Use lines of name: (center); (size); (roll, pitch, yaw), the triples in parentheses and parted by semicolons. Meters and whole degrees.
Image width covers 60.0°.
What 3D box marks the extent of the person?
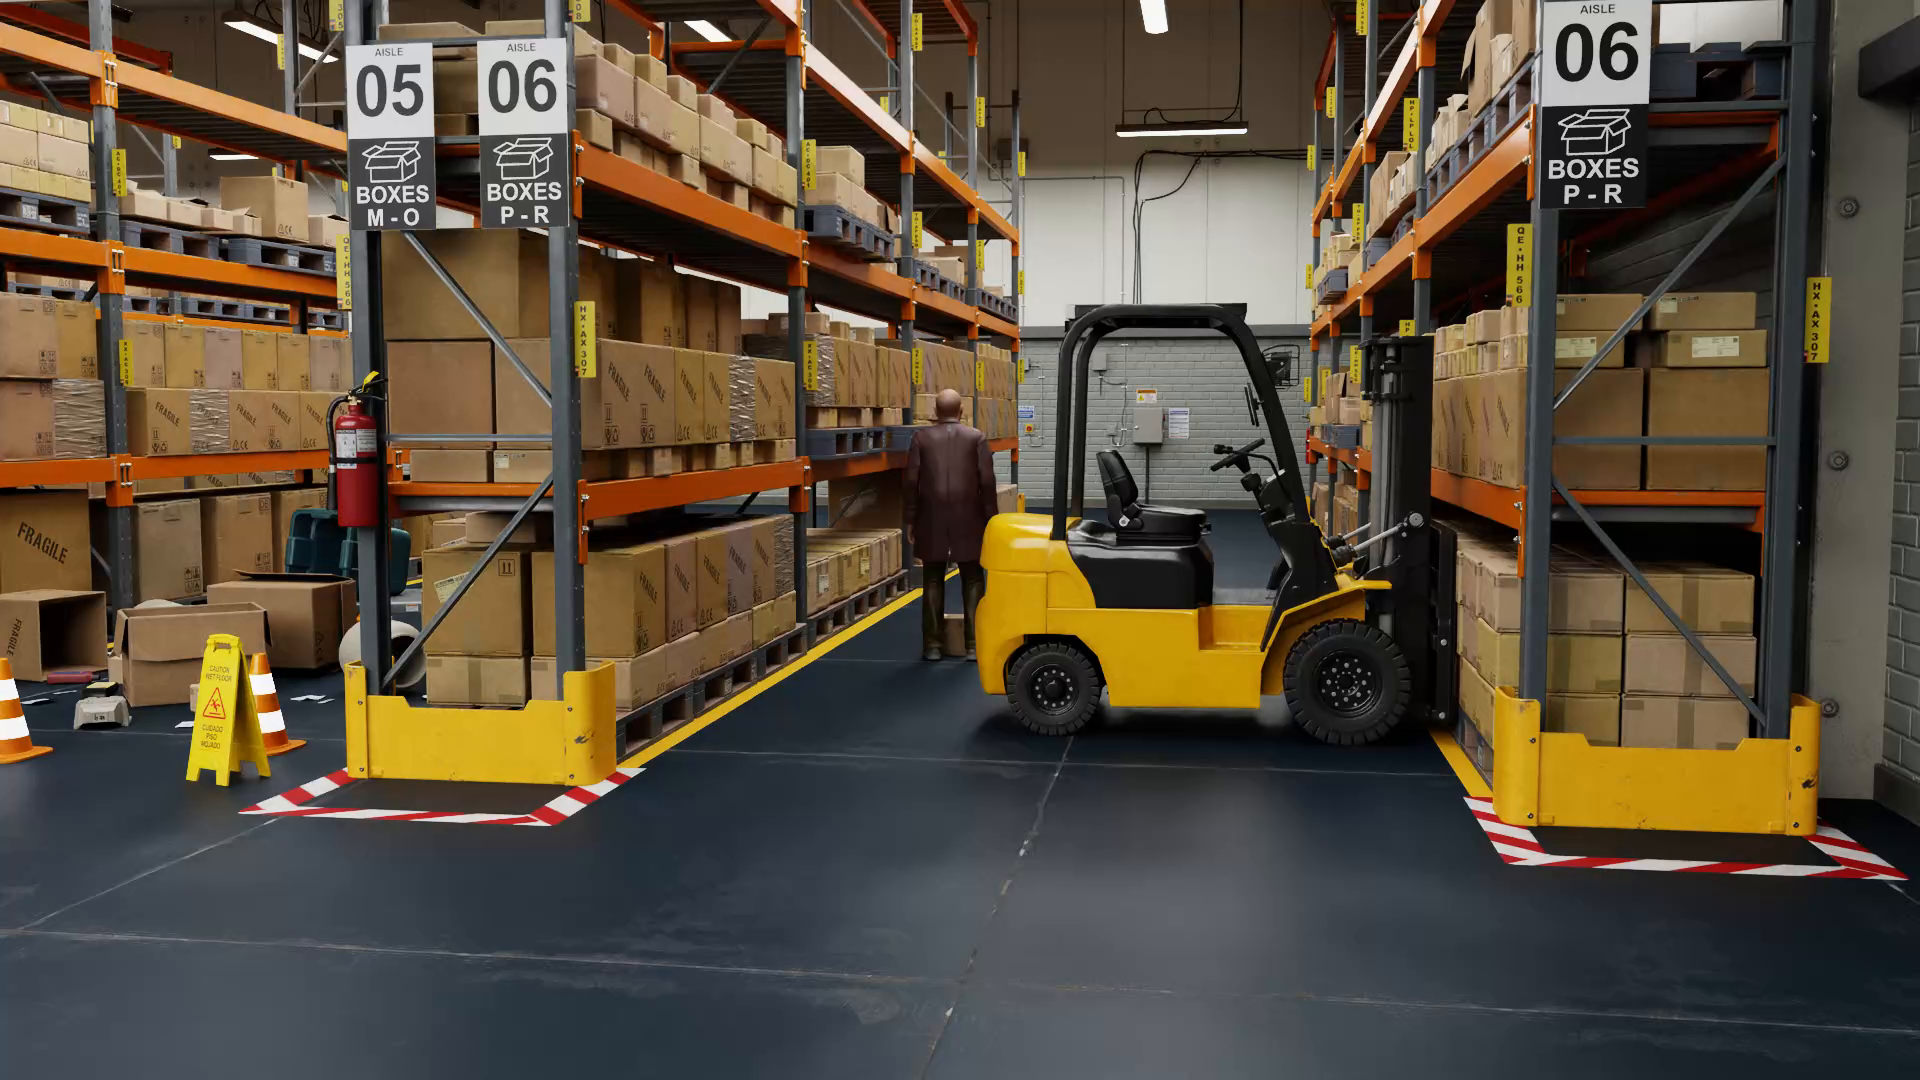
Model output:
person: (-0.056, -0.102, 10.929); (0.641, 1.773, 0.431); (0, 4, 5)
